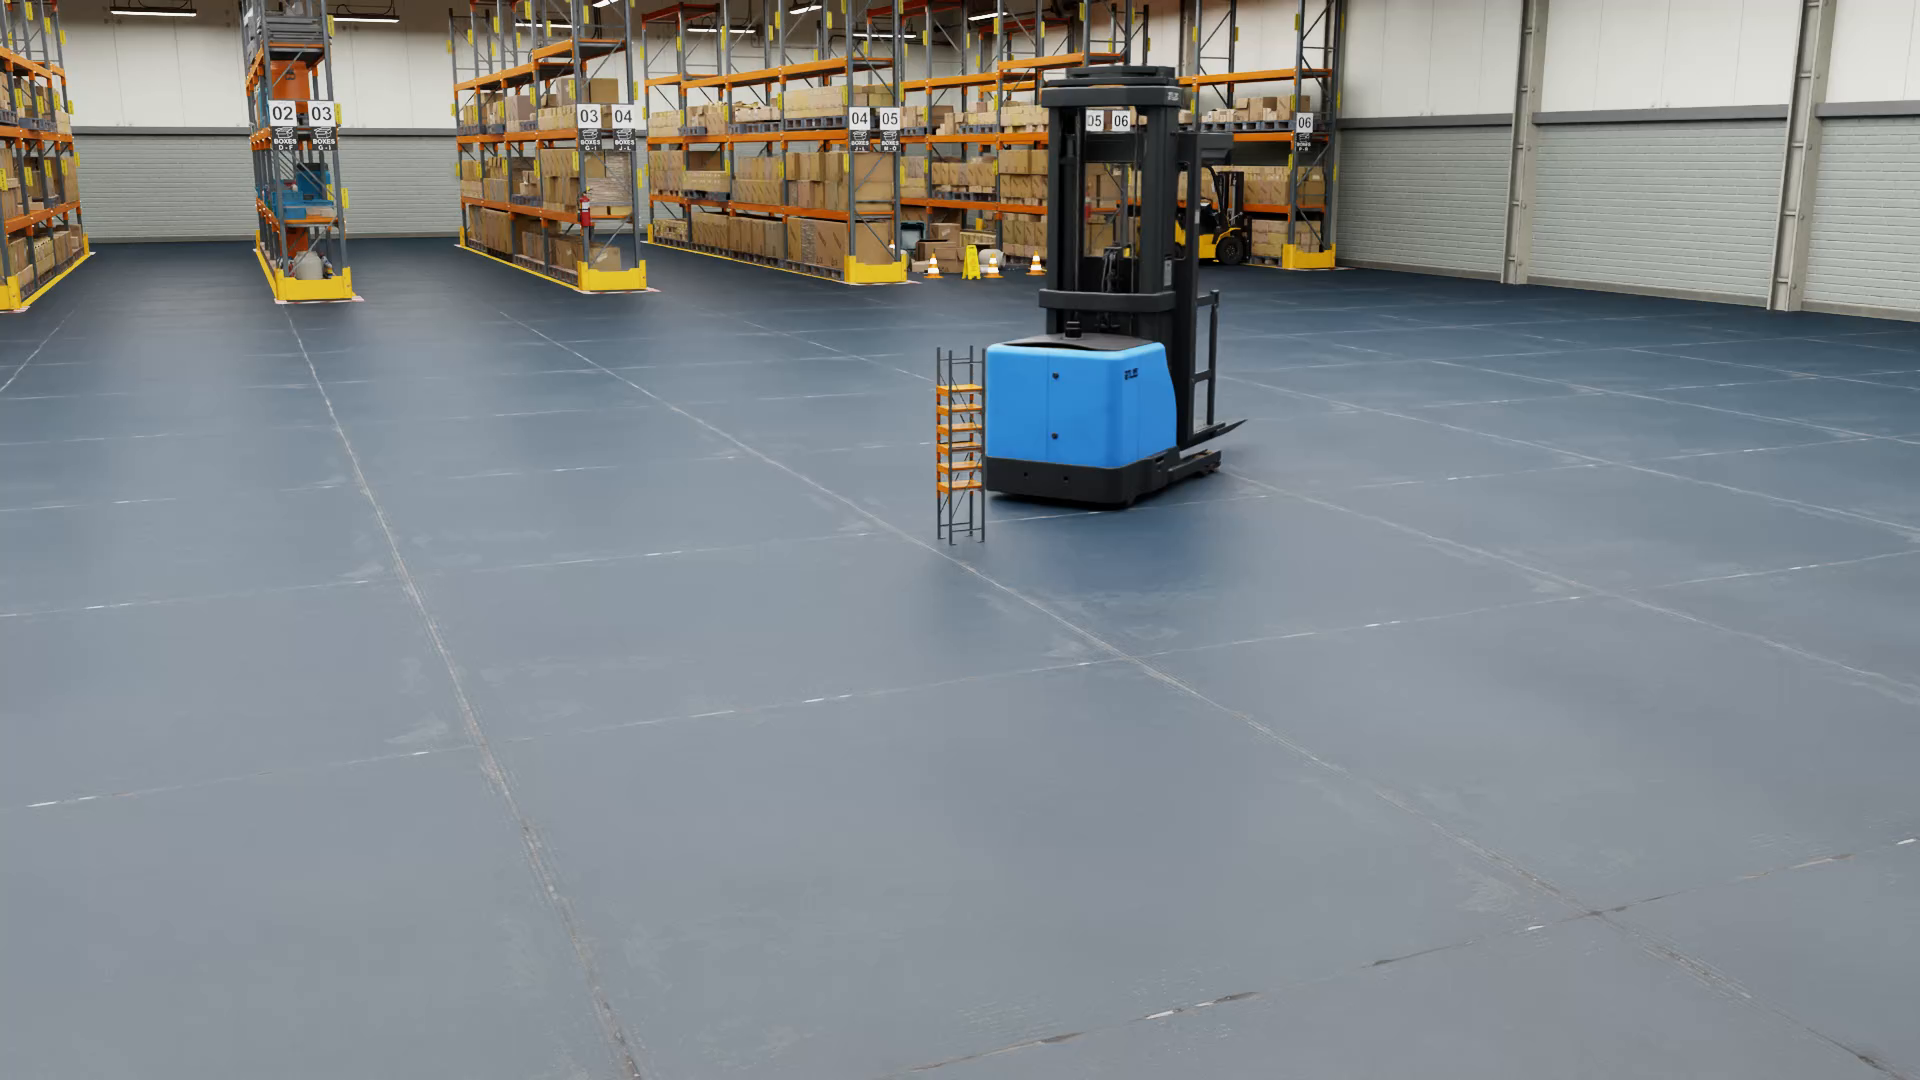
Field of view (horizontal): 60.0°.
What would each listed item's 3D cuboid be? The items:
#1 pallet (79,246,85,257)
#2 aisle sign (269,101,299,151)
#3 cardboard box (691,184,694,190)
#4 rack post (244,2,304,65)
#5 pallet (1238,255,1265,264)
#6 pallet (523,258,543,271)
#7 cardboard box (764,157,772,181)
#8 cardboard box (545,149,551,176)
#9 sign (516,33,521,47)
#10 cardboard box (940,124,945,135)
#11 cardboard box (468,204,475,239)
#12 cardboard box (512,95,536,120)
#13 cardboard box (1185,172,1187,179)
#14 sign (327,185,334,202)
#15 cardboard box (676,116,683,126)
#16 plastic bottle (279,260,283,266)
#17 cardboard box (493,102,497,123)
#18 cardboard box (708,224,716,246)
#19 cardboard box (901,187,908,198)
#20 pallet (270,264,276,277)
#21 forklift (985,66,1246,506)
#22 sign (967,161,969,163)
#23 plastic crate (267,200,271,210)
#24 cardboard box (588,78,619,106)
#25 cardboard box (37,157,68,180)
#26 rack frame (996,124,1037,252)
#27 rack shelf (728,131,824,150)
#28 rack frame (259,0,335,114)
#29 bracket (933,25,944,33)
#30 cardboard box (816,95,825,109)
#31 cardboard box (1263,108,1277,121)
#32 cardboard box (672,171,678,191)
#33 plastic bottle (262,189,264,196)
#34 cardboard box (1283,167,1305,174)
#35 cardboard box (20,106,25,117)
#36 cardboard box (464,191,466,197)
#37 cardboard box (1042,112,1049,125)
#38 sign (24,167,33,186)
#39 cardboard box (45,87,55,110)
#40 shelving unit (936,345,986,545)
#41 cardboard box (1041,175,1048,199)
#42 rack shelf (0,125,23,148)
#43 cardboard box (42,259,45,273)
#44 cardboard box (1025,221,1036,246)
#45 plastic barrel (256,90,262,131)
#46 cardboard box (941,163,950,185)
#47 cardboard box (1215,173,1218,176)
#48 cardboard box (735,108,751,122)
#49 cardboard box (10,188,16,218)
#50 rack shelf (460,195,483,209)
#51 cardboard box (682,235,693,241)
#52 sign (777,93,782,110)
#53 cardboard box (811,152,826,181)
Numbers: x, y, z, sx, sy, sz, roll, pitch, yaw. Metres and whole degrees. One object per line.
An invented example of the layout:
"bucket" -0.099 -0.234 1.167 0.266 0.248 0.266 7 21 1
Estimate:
"pallet" -21.329 -6.816 39.351 1.003 0.211 1.213 -6 14 -23
"aisle sign" -10.974 -6.720 26.989 0.394 0.787 0.004 -6 14 -23
"cardboard box" -6.365 -8.648 40.708 0.380 0.149 0.250 -5 14 -22
"rack post" -13.200 -9.741 32.058 1.013 1.000 3.121 -6 14 -23
"pallet" 6.605 -6.335 37.272 1.003 0.211 1.213 -6 14 -23
"pallet" -8.600 -5.824 35.066 1.003 0.211 1.213 -6 14 -23
"cardboard box" -3.823 -8.045 36.038 0.700 0.500 0.500 -6 14 -23
"cardboard box" -7.645 -7.231 31.862 0.500 0.500 0.500 -6 14 -23
"sign" -10.507 -11.890 39.539 0.100 0.325 0.005 -6 14 -23
"cardboard box" -0.244 -9.754 39.506 0.396 0.266 0.258 -6 14 -23
"cardboard box" -12.272 -8.293 43.330 0.875 0.875 0.875 -6 14 -23
"cardboard box" -9.036 -9.021 34.711 0.500 0.500 0.500 -6 14 -25
"cardboard box" 5.492 -8.529 38.908 0.380 0.149 0.250 -5 14 -21
"sign" -11.824 -6.504 31.207 0.100 0.325 0.005 -6 14 -23
"cardboard box" -6.832 -10.554 41.888 0.500 0.250 0.500 -6 14 -26
"plastic bottle" -12.069 -4.876 29.686 0.144 0.351 0.185 -5 14 -21
"cardboard box" -10.234 -9.732 37.955 0.797 0.503 0.637 -6 14 -24
"cardboard box" -5.746 -7.337 40.033 0.500 0.500 0.500 -6 14 -25
"cardboard box" -1.163 -8.708 41.677 0.500 0.250 0.500 -6 14 -24
"pallet" -13.175 -5.375 33.124 1.003 0.211 1.213 -6 14 -23
"forklift" 1.323 -1.947 12.282 1.130 2.935 3.031 7 15 28
"sign" 0.177 -9.067 40.503 0.100 0.325 0.005 -6 14 -23
"plastic crate" -13.289 -6.553 32.502 0.450 0.188 0.662 -6 14 -23
"cardboard box" -6.539 -8.173 30.387 0.500 0.500 0.500 -6 14 -23
"cardboard box" -20.008 -8.187 36.651 0.500 0.500 0.500 -5 14 -21
"rack frame" 1.286 -7.665 36.834 1.000 3.000 0.127 -6 14 -23
"rack shelf" -4.010 -8.721 36.340 1.077 0.370 4.000 -6 14 -23
"rack frame" -10.730 -8.418 26.786 1.000 3.000 0.127 -6 14 -23
"bracket" -0.670 -16.451 53.510 0.235 0.232 0.430 -6 14 -23
"cardboard box" -2.459 -8.440 32.051 0.500 0.250 0.500 -6 14 -23
"cardboard box" 6.723 -9.133 35.669 0.396 0.266 0.258 -6 14 -23
"cardboard box" -7.073 -9.225 42.694 0.500 0.500 0.500 -6 14 -25
"plastic bottle" -15.728 -7.776 37.575 0.061 0.283 0.133 -6 14 -23
"cardboard box" 7.098 -7.852 35.323 0.380 0.149 0.250 -6 14 -23
"cardboard box" -18.015 -8.099 31.462 0.500 0.250 0.500 -5 14 -21
"cardboard box" -12.554 -8.917 42.804 0.380 0.149 0.250 -6 14 -24
"cardboard box" 2.024 -8.663 34.170 0.500 0.250 0.500 -5 14 -21
"sign" -16.365 -6.386 29.215 0.100 0.325 0.005 -6 14 -23
"cardboard box" -20.377 -9.739 36.703 0.700 0.500 0.500 -6 14 -23
"shelving unit" 0.006 -0.582 10.222 0.258 1.200 0.189 -6 14 -23
"cardboard box" 2.025 -7.327 34.492 0.500 0.500 0.500 -6 14 -23
"rack shelf" -16.071 -6.573 27.061 1.077 0.370 4.000 -6 14 -23
"cardboard box" -17.221 -5.059 30.741 0.500 0.250 0.500 -6 14 -25
"cardboard box" 1.706 -6.532 35.443 0.500 0.500 0.500 -5 14 -20
"plastic barrel" -13.543 -8.495 32.816 0.600 0.830 0.708 -6 14 -23
"cardboard box" -0.133 -8.668 39.358 0.500 0.500 0.500 -5 14 -20
"cardboard box" 5.985 -8.226 37.601 0.380 0.149 0.250 -5 14 -22
"cardboard box" -4.723 -9.525 37.263 0.500 0.311 0.500 -6 14 -23
"cardboard box" -16.472 -5.725 28.230 0.700 0.500 0.500 -6 14 -24
"rack shelf" -11.800 -8.485 41.974 1.077 0.370 4.000 -6 14 -23
"cardboard box" -6.883 -7.715 42.444 0.380 0.149 0.250 -5 14 -22
"sign" -3.702 -9.012 34.159 0.100 0.325 0.005 -6 14 -23
"cardboard box" -2.456 -7.380 32.879 0.875 0.550 0.500 -6 14 -23
